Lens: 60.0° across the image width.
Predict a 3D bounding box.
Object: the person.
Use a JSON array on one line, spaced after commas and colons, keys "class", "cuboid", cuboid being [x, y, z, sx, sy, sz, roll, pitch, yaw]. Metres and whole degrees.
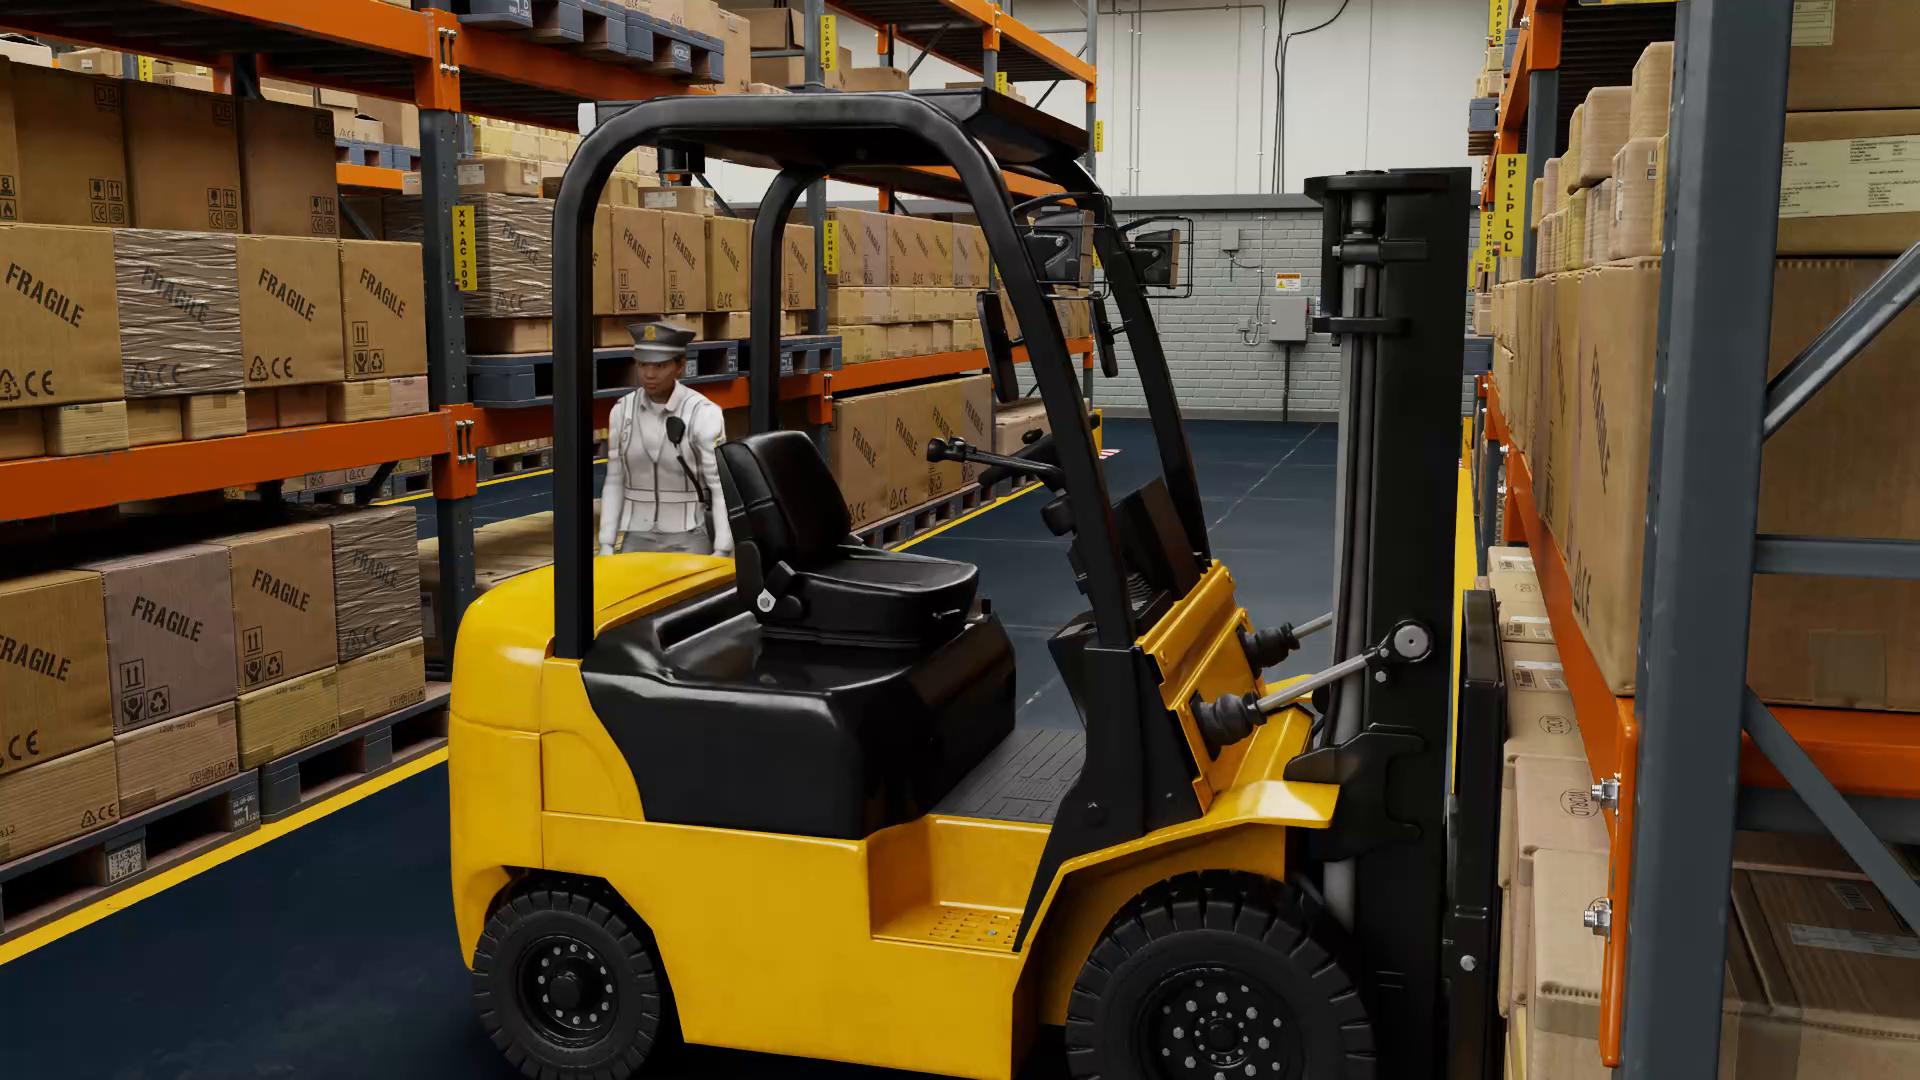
[{"class": "person", "cuboid": [-1.075, 0.043, 6.038, 0.531, 1.662, 0.414, 2, 9, 13]}]
